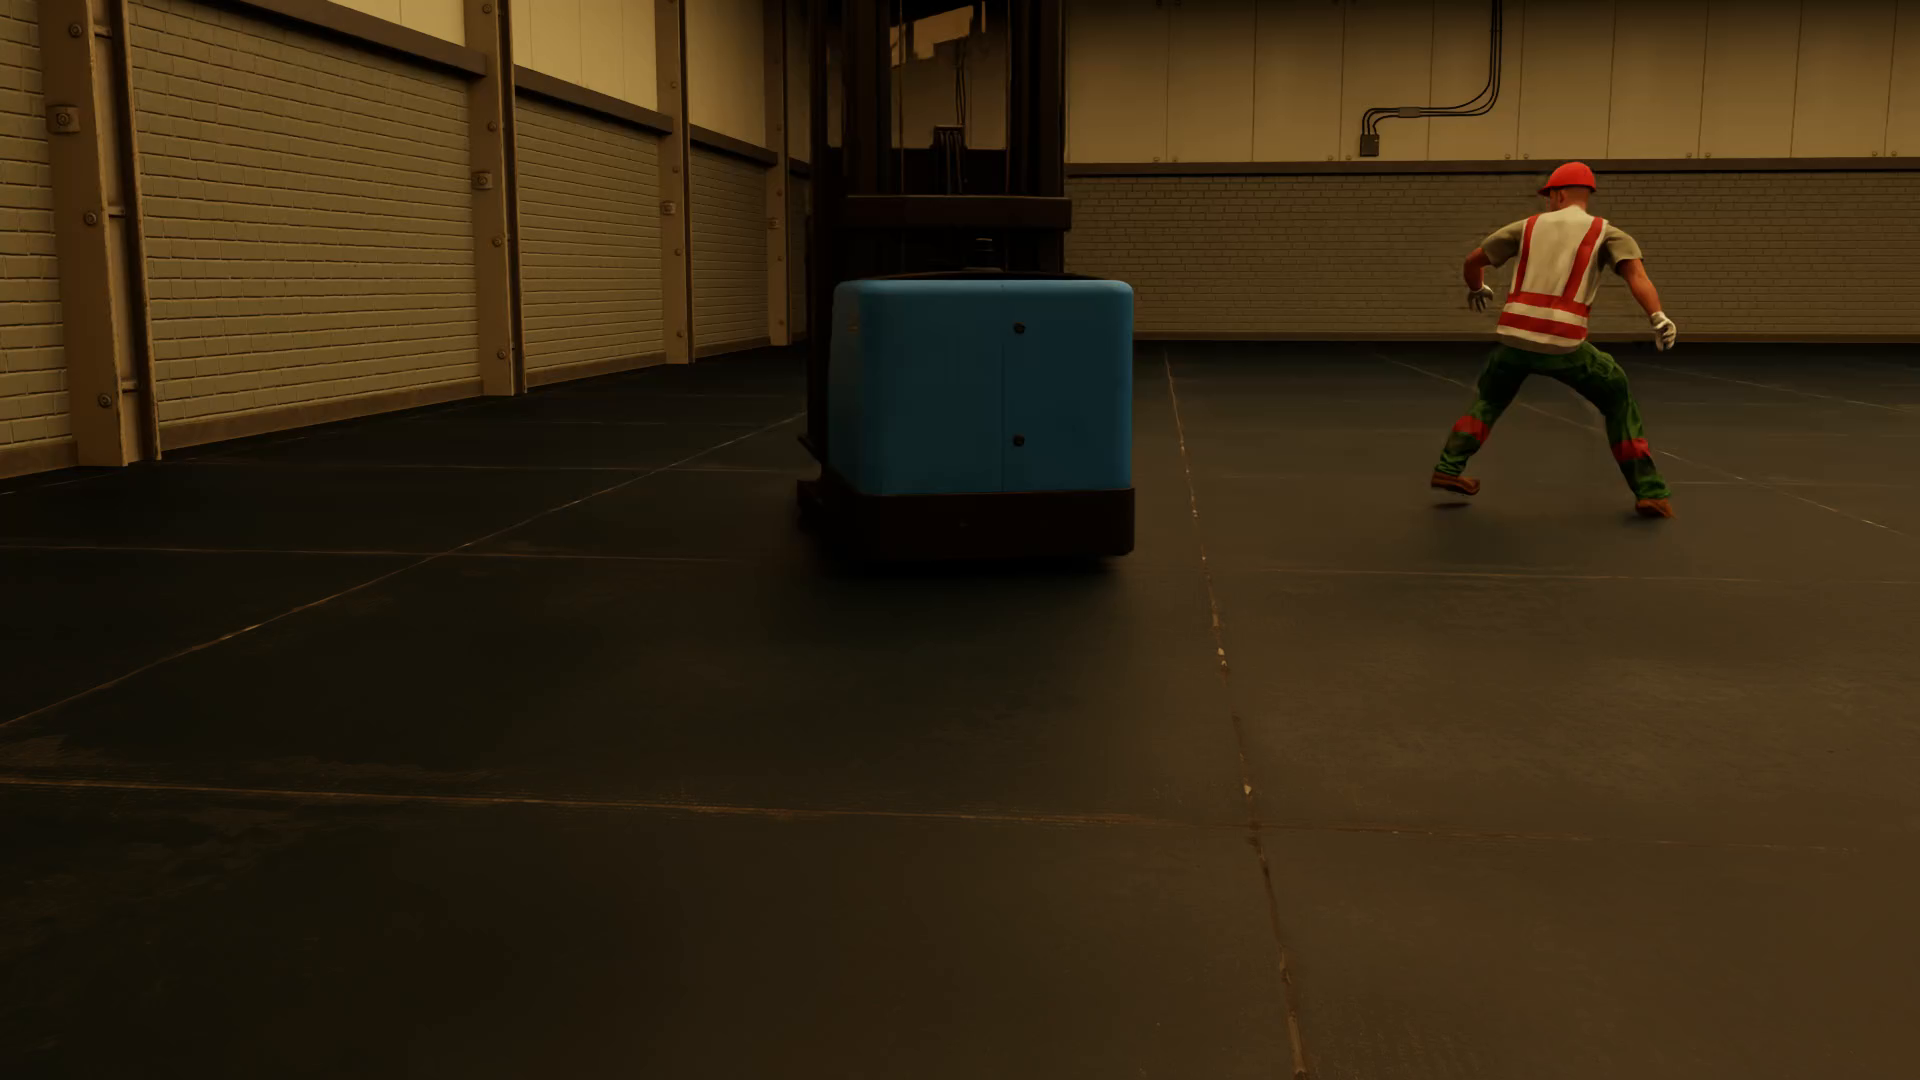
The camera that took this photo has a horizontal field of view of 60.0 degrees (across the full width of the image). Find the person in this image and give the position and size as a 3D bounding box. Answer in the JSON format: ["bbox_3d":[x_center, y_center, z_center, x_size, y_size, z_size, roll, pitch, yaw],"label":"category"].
[{"bbox_3d":[2.810,-0.888,7.737,1.139,1.720,0.567,8,12,41],"label":"person"}]

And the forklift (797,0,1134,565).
[{"bbox_3d":[-0.144,-1.543,7.330,1.130,2.935,3.031,-2,9,-11],"label":"forklift"}]
